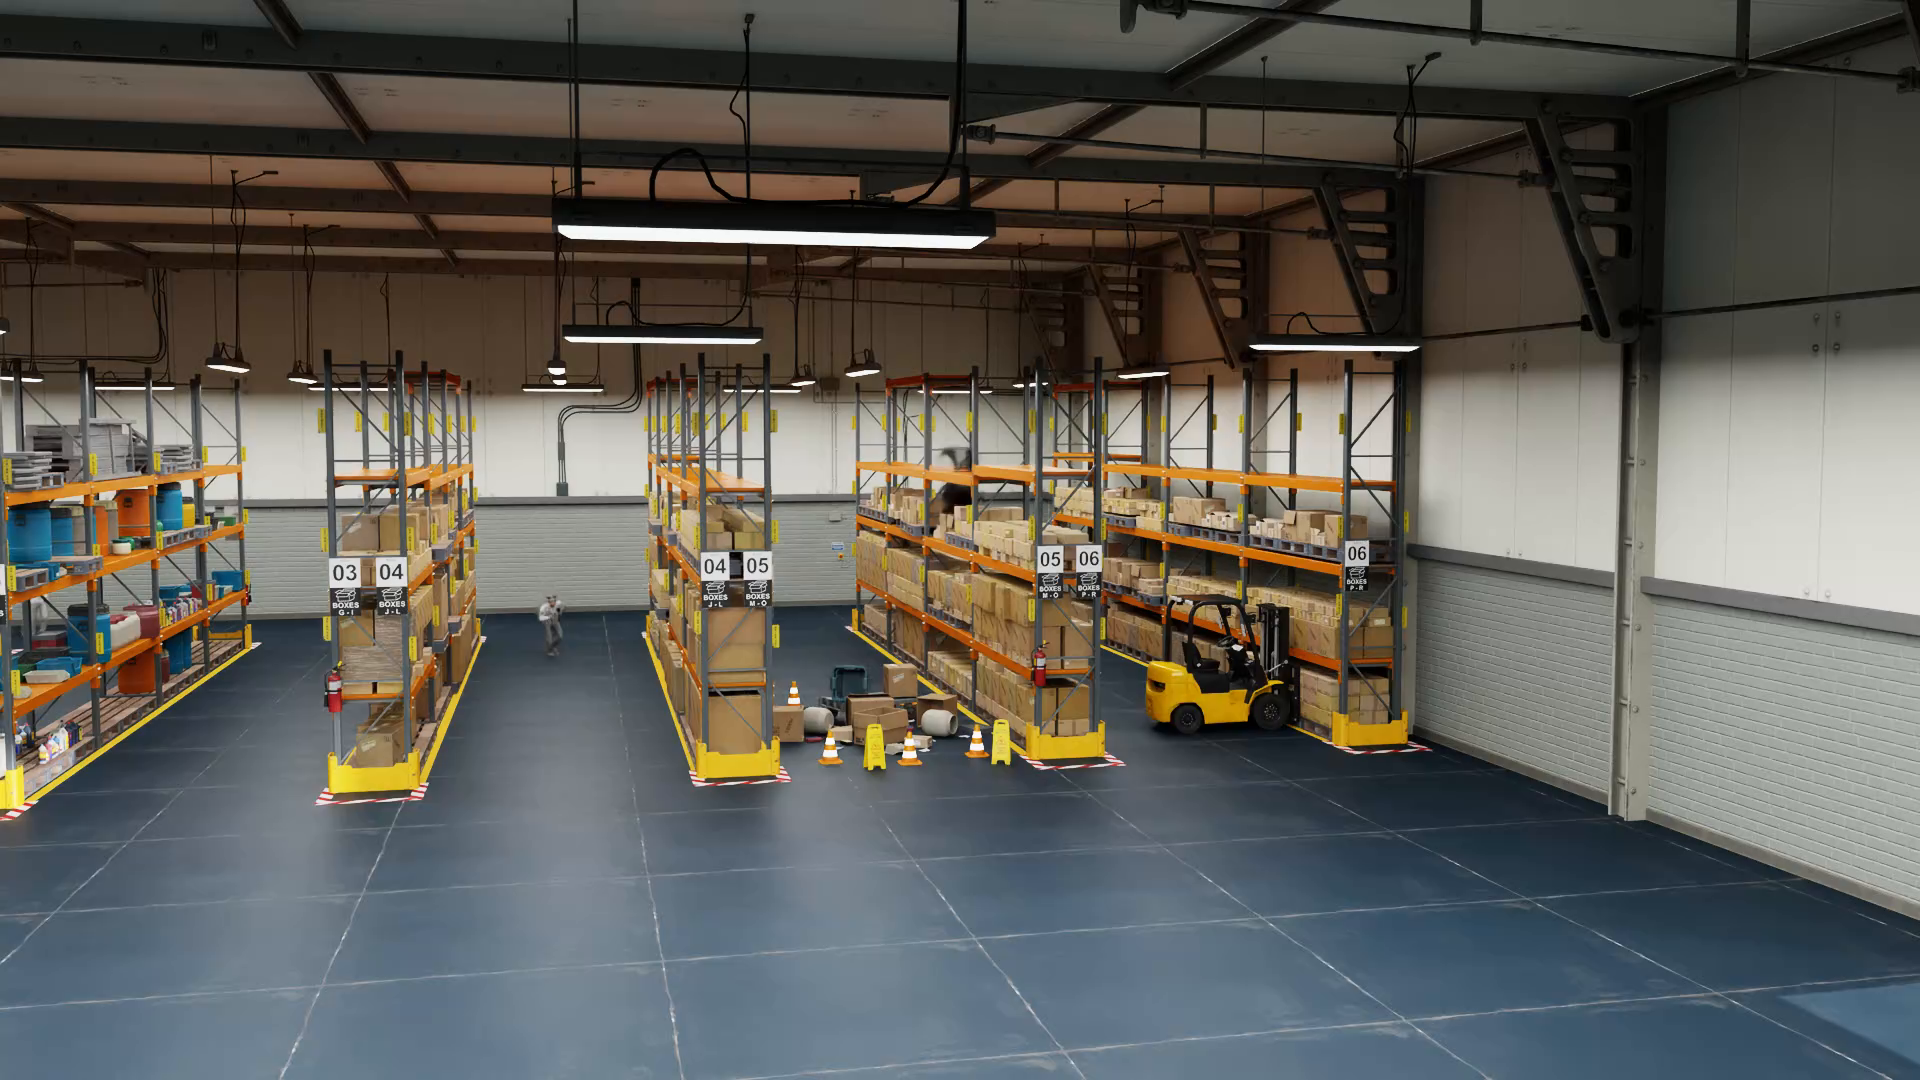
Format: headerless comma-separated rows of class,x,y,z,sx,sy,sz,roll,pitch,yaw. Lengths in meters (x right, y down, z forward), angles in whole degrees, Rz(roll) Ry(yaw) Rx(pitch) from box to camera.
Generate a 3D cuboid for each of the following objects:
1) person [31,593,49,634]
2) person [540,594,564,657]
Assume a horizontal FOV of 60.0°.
person,-21.256,1.482,38.288,0.590,1.723,0.835,-4,5,-42
person,-8.724,1.827,35.564,0.613,1.399,0.925,-2,5,-31
